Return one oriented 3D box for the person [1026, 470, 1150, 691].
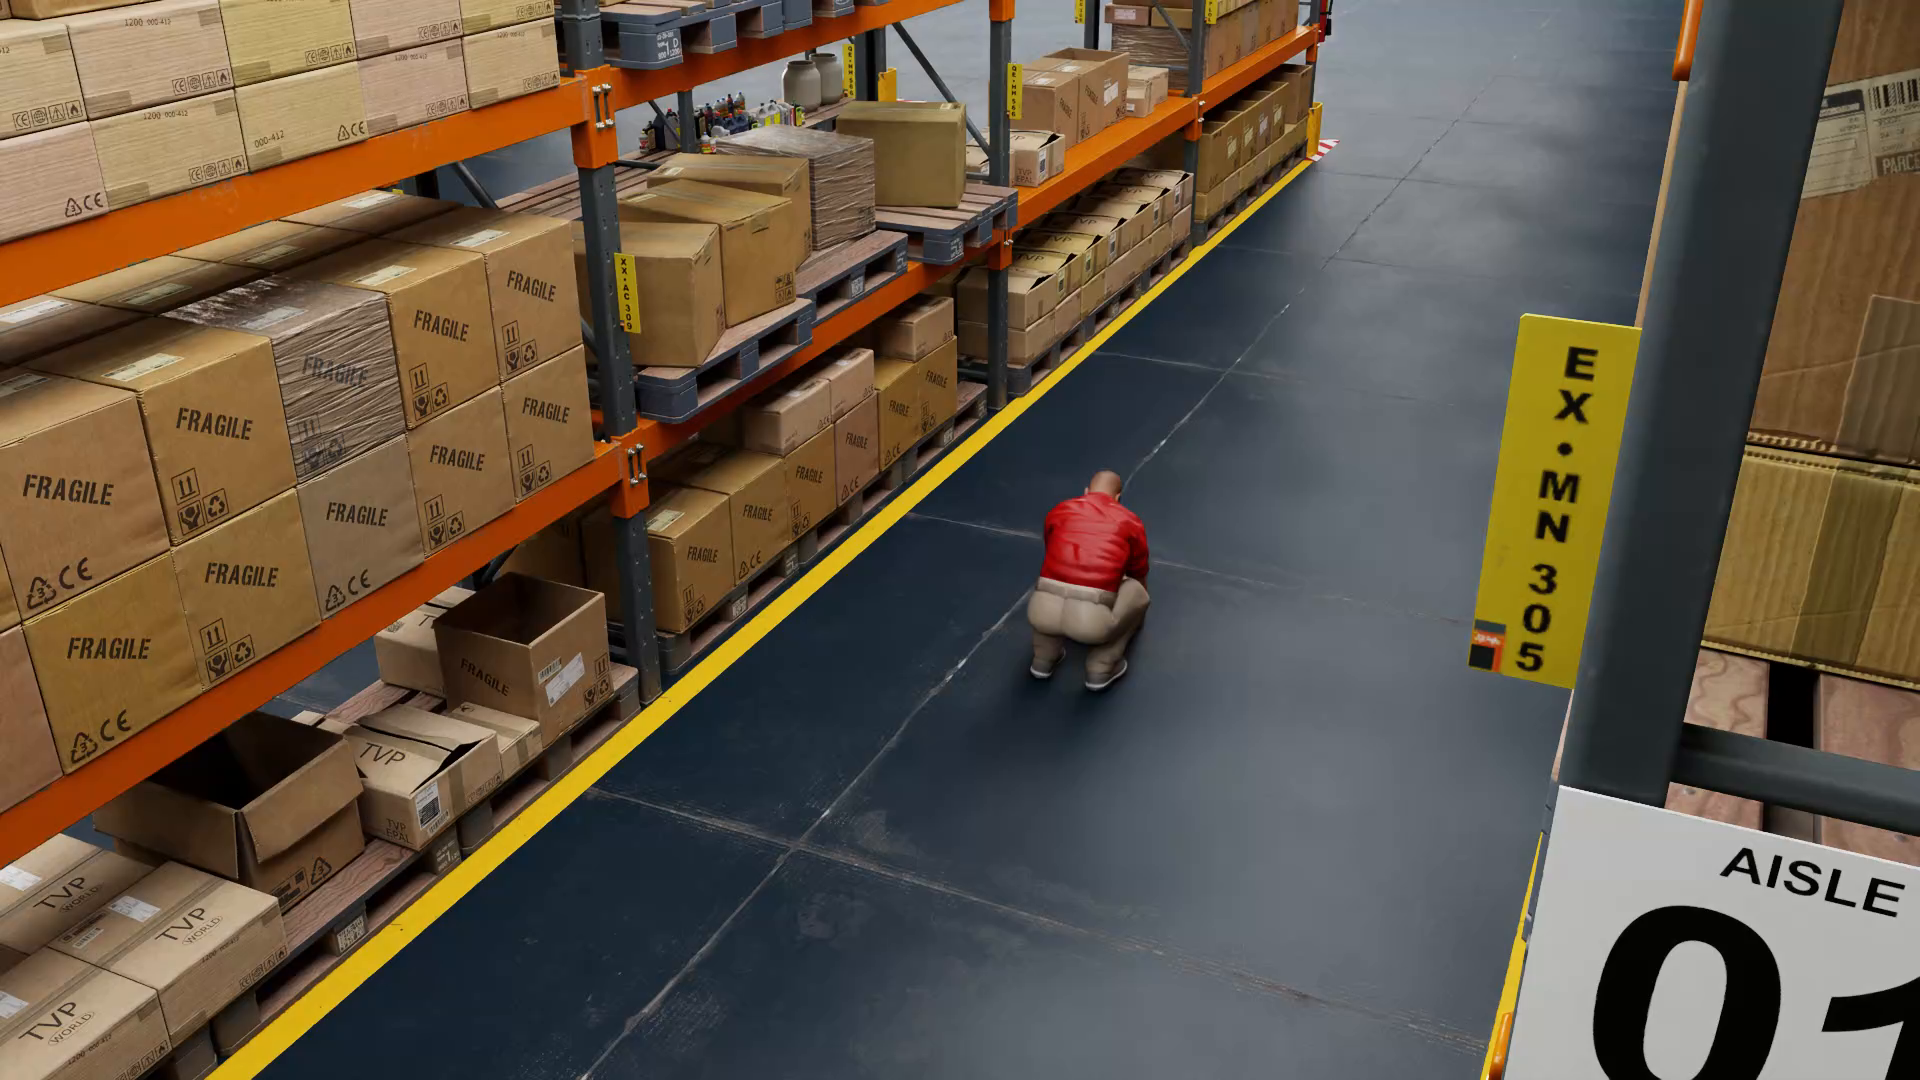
[{"bbox_3d":[0.607,0.209,7.797,0.548,0.855,0.873,11,28,22],"label":"person"}]
